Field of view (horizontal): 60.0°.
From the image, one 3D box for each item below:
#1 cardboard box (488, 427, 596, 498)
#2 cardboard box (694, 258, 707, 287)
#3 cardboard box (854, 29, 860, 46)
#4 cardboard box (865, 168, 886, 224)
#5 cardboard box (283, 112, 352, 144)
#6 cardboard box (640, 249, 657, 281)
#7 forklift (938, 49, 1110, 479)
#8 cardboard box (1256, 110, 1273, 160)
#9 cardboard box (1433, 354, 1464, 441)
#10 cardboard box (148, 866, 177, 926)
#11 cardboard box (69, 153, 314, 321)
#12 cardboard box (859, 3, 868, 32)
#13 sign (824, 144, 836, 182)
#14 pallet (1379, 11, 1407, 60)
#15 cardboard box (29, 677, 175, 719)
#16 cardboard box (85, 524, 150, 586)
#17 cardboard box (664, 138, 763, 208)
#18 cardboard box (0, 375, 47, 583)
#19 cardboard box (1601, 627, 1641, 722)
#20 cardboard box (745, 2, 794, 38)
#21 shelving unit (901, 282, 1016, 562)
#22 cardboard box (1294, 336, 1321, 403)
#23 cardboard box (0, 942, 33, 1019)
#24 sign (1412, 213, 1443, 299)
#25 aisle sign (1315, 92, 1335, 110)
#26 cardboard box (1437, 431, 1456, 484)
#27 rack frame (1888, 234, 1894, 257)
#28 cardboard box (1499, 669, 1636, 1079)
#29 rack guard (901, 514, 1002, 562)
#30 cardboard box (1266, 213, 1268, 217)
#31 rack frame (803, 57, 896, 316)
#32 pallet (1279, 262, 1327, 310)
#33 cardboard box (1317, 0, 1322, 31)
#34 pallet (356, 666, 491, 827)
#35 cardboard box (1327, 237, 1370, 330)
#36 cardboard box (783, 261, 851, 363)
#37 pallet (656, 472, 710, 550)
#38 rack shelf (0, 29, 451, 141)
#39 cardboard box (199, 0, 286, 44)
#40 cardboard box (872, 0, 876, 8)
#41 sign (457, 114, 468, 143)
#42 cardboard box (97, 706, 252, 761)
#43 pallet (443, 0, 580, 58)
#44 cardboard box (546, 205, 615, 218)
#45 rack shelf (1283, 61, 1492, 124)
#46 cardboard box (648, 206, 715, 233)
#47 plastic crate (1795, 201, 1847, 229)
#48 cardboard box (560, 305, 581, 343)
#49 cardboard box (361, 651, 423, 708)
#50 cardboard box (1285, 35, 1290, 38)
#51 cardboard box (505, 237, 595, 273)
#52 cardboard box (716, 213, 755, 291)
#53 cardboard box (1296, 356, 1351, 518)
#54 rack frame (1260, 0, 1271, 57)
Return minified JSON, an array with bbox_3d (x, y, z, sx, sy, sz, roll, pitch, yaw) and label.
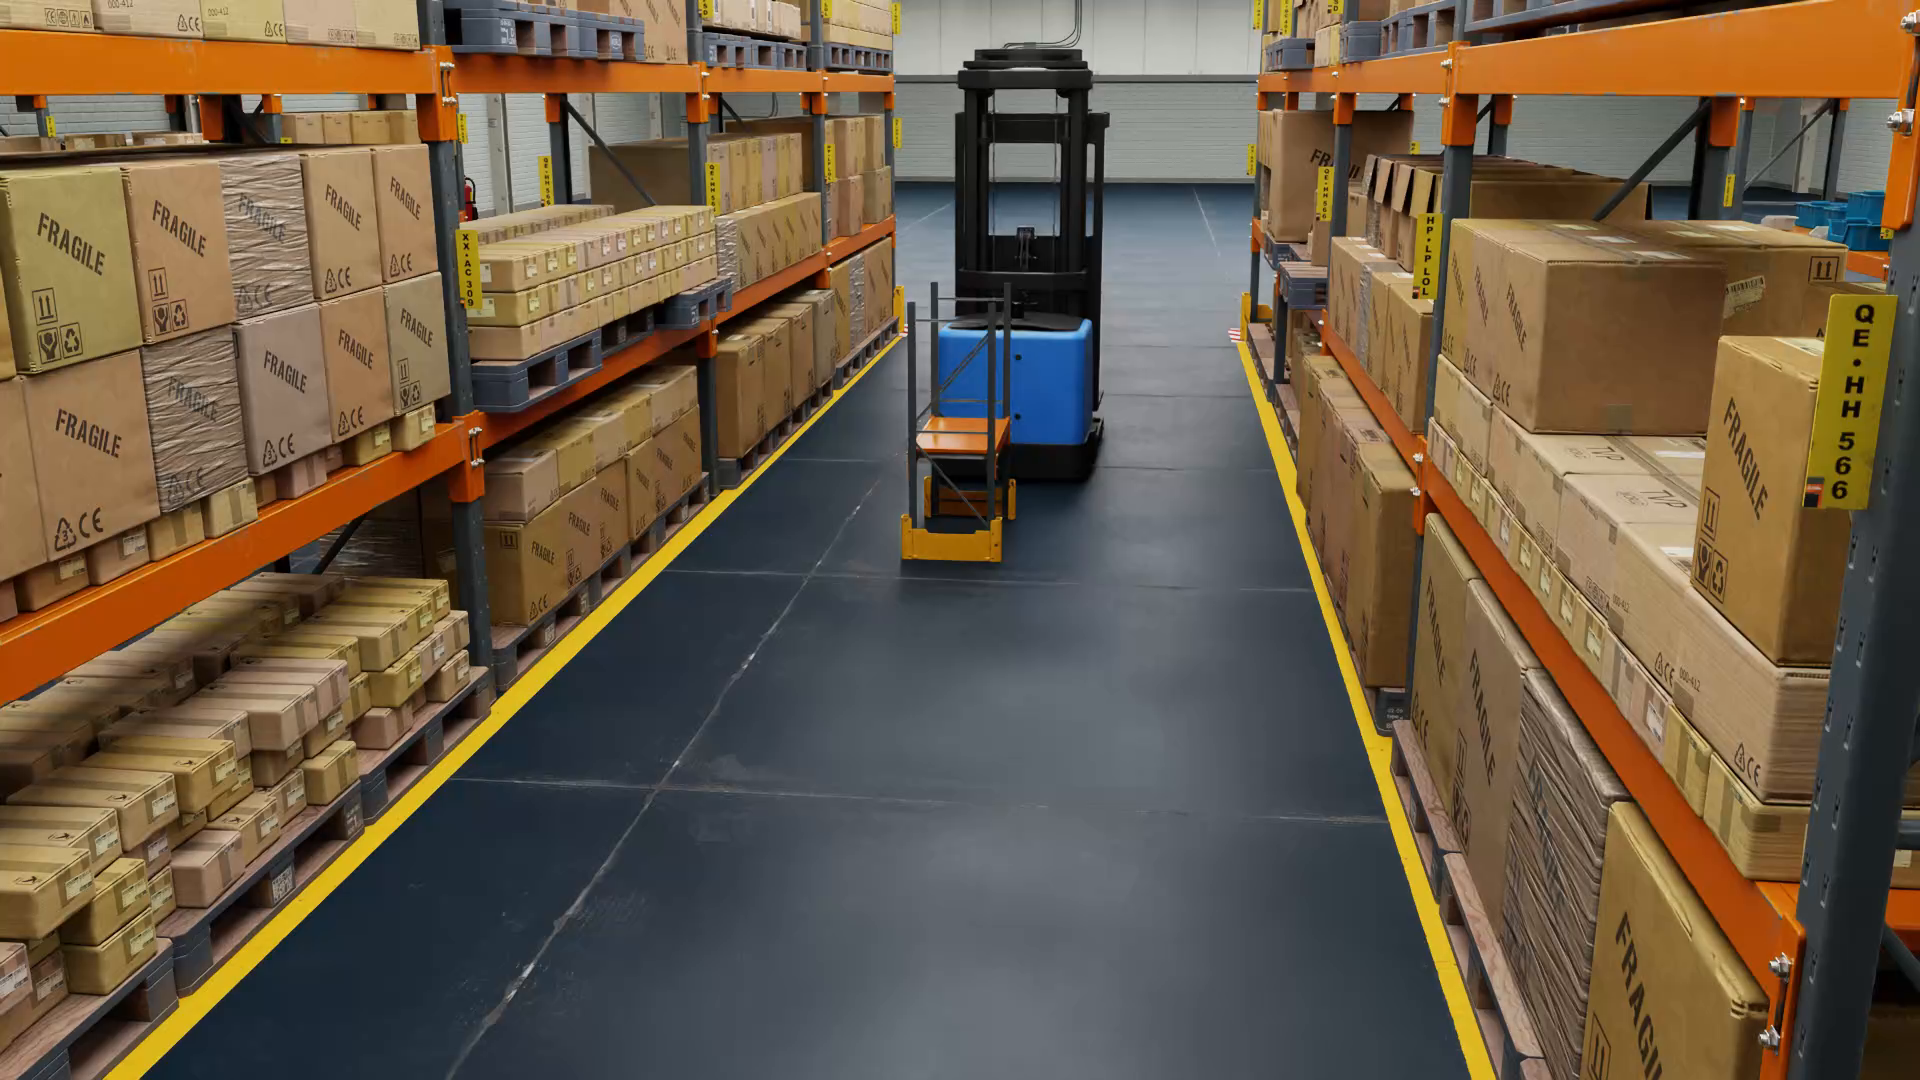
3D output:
[{"bbox_3d":[-2.183,-0.402,8.450,0.500,0.250,0.500,2,15,8],"label":"cardboard box"},{"bbox_3d":[-1.764,-1.635,10.139,0.380,0.149,0.250,2,15,6],"label":"cardboard box"},{"bbox_3d":[-1.163,-4.789,15.866,0.380,0.149,0.250,2,15,6],"label":"cardboard box"},{"bbox_3d":[-1.270,-3.666,17.685,0.875,0.550,0.550,2,15,6],"label":"cardboard box"},{"bbox_3d":[-6.269,-3.830,15.904,0.700,0.500,0.500,2,15,7],"label":"cardboard box"},{"bbox_3d":[-1.882,-1.508,9.100,0.380,0.149,0.250,2,15,8],"label":"cardboard box"},{"bbox_3d":[0.542,-2.171,12.577,1.130,2.935,3.031,2,15,8],"label":"forklift"},{"bbox_3d":[3.352,-4.202,17.278,0.500,0.500,0.500,2,15,6],"label":"cardboard box"},{"bbox_3d":[2.017,-0.507,6.007,0.500,0.250,0.500,1,15,5],"label":"cardboard box"},{"bbox_3d":[-2.619,1.096,5.021,0.380,0.149,0.250,2,15,6],"label":"cardboard box"},{"bbox_3d":[-2.496,-1.000,5.437,0.500,0.500,0.500,2,15,8],"label":"cardboard box"},{"bbox_3d":[-1.182,-5.079,16.172,0.500,0.250,0.500,2,15,7],"label":"cardboard box"},{"bbox_3d":[-1.143,-3.304,14.568,0.100,0.325,0.005,2,15,6],"label":"sign"},{"bbox_3d":[2.639,-2.485,8.221,1.003,0.211,1.213,2,15,9],"label":"pallet"},{"bbox_3d":[-2.966,0.589,5.753,0.380,0.149,0.250,1,15,4],"label":"cardboard box"},{"bbox_3d":[-2.600,0.023,4.812,0.380,0.149,0.250,1,15,5],"label":"cardboard box"},{"bbox_3d":[-1.906,-2.803,12.676,0.700,0.500,0.500,2,15,6],"label":"cardboard box"},{"bbox_3d":[-2.677,-0.124,4.113,0.500,0.500,0.500,2,15,6],"label":"cardboard box"},{"bbox_3d":[1.679,0.309,3.752,0.380,0.149,0.250,2,15,7],"label":"cardboard box"},{"bbox_3d":[-1.604,-4.097,13.110,0.500,0.250,0.500,2,15,6],"label":"cardboard box"},{"bbox_3d":[0.009,-0.744,10.039,0.587,1.500,1.083,2,15,6],"label":"shelving unit"},{"bbox_3d":[3.070,-1.348,13.348,0.700,0.500,0.500,2,15,6],"label":"cardboard box"},{"bbox_3d":[-2.637,1.148,4.258,0.380,0.149,0.250,2,15,6],"label":"cardboard box"},{"bbox_3d":[1.790,-1.084,6.357,0.100,0.325,0.005,2,15,6],"label":"sign"},{"bbox_3d":[3.990,-4.924,17.645,0.394,0.787,0.004,2,15,6],"label":"aisle sign"},{"bbox_3d":[1.937,-0.293,5.981,0.380,0.149,0.250,1,15,4],"label":"cardboard box"},{"bbox_3d":[8.155,-2.479,13.582,1.000,3.000,0.127,2,15,6],"label":"rack frame"},{"bbox_3d":[1.975,0.906,4.329,0.875,0.875,0.875,2,15,6],"label":"cardboard box"},{"bbox_3d":[-0.048,-0.011,9.725,0.587,0.250,0.087,2,15,6],"label":"rack guard"},{"bbox_3d":[3.282,-3.215,16.786,0.380,0.149,0.250,2,15,6],"label":"cardboard box"},{"bbox_3d":[-1.232,-3.834,18.595,1.000,3.000,0.127,2,15,6],"label":"rack frame"},{"bbox_3d":[2.756,-1.682,11.005,1.213,0.211,1.003,2,15,6],"label":"pallet"},{"bbox_3d":[2.705,-3.717,11.266,0.500,0.500,0.500,2,15,7],"label":"cardboard box"},{"bbox_3d":[-2.627,0.799,6.801,1.003,0.211,1.213,2,15,6],"label":"pallet"},{"bbox_3d":[2.457,-1.517,9.835,0.500,0.500,0.500,2,15,8],"label":"cardboard box"},{"bbox_3d":[-1.543,-2.135,15.577,0.875,0.875,0.875,2,15,7],"label":"cardboard box"},{"bbox_3d":[-2.225,-0.211,10.537,1.003,0.211,1.213,2,15,6],"label":"pallet"},{"bbox_3d":[-2.812,-1.304,4.869,1.077,0.370,4.000,2,15,6],"label":"rack shelf"},{"bbox_3d":[-2.498,-1.701,5.248,0.500,0.250,0.500,2,15,6],"label":"cardboard box"},{"bbox_3d":[-1.049,-5.436,16.731,0.380,0.149,0.250,2,15,6],"label":"cardboard box"},{"bbox_3d":[-5.613,-4.644,18.765,0.100,0.325,0.005,2,15,6],"label":"sign"},{"bbox_3d":[-2.579,0.666,5.470,0.380,0.149,0.250,2,15,6],"label":"cardboard box"},{"bbox_3d":[-2.411,-2.236,7.299,1.213,0.211,1.003,2,15,6],"label":"pallet"},{"bbox_3d":[-2.380,-2.013,10.396,0.380,0.149,0.250,2,15,6],"label":"cardboard box"},{"bbox_3d":[3.008,-3.206,11.905,1.077,0.370,4.000,2,15,6],"label":"rack shelf"},{"bbox_3d":[-1.735,-1.987,10.302,0.380,0.149,0.250,1,15,4],"label":"cardboard box"},{"bbox_3d":[8.847,-3.306,16.925,0.499,0.251,0.616,2,15,6],"label":"plastic crate"},{"bbox_3d":[-2.027,-1.029,7.897,0.380,0.149,0.250,2,15,7],"label":"cardboard box"},{"bbox_3d":[-2.337,0.540,6.507,0.380,0.149,0.250,1,15,4],"label":"cardboard box"},{"bbox_3d":[3.046,-4.420,14.537,0.380,0.149,0.250,1,15,3],"label":"cardboard box"},{"bbox_3d":[-1.997,-1.383,8.066,0.380,0.149,0.250,1,15,6],"label":"cardboard box"},{"bbox_3d":[-1.762,-2.048,11.798,0.500,0.500,0.500,2,15,6],"label":"cardboard box"},{"bbox_3d":[2.683,-0.586,9.848,1.225,0.875,0.875,1,15,4],"label":"cardboard box"},{"bbox_3d":[3.685,-6.558,17.175,1.000,3.000,0.127,2,15,6],"label":"rack frame"}]
